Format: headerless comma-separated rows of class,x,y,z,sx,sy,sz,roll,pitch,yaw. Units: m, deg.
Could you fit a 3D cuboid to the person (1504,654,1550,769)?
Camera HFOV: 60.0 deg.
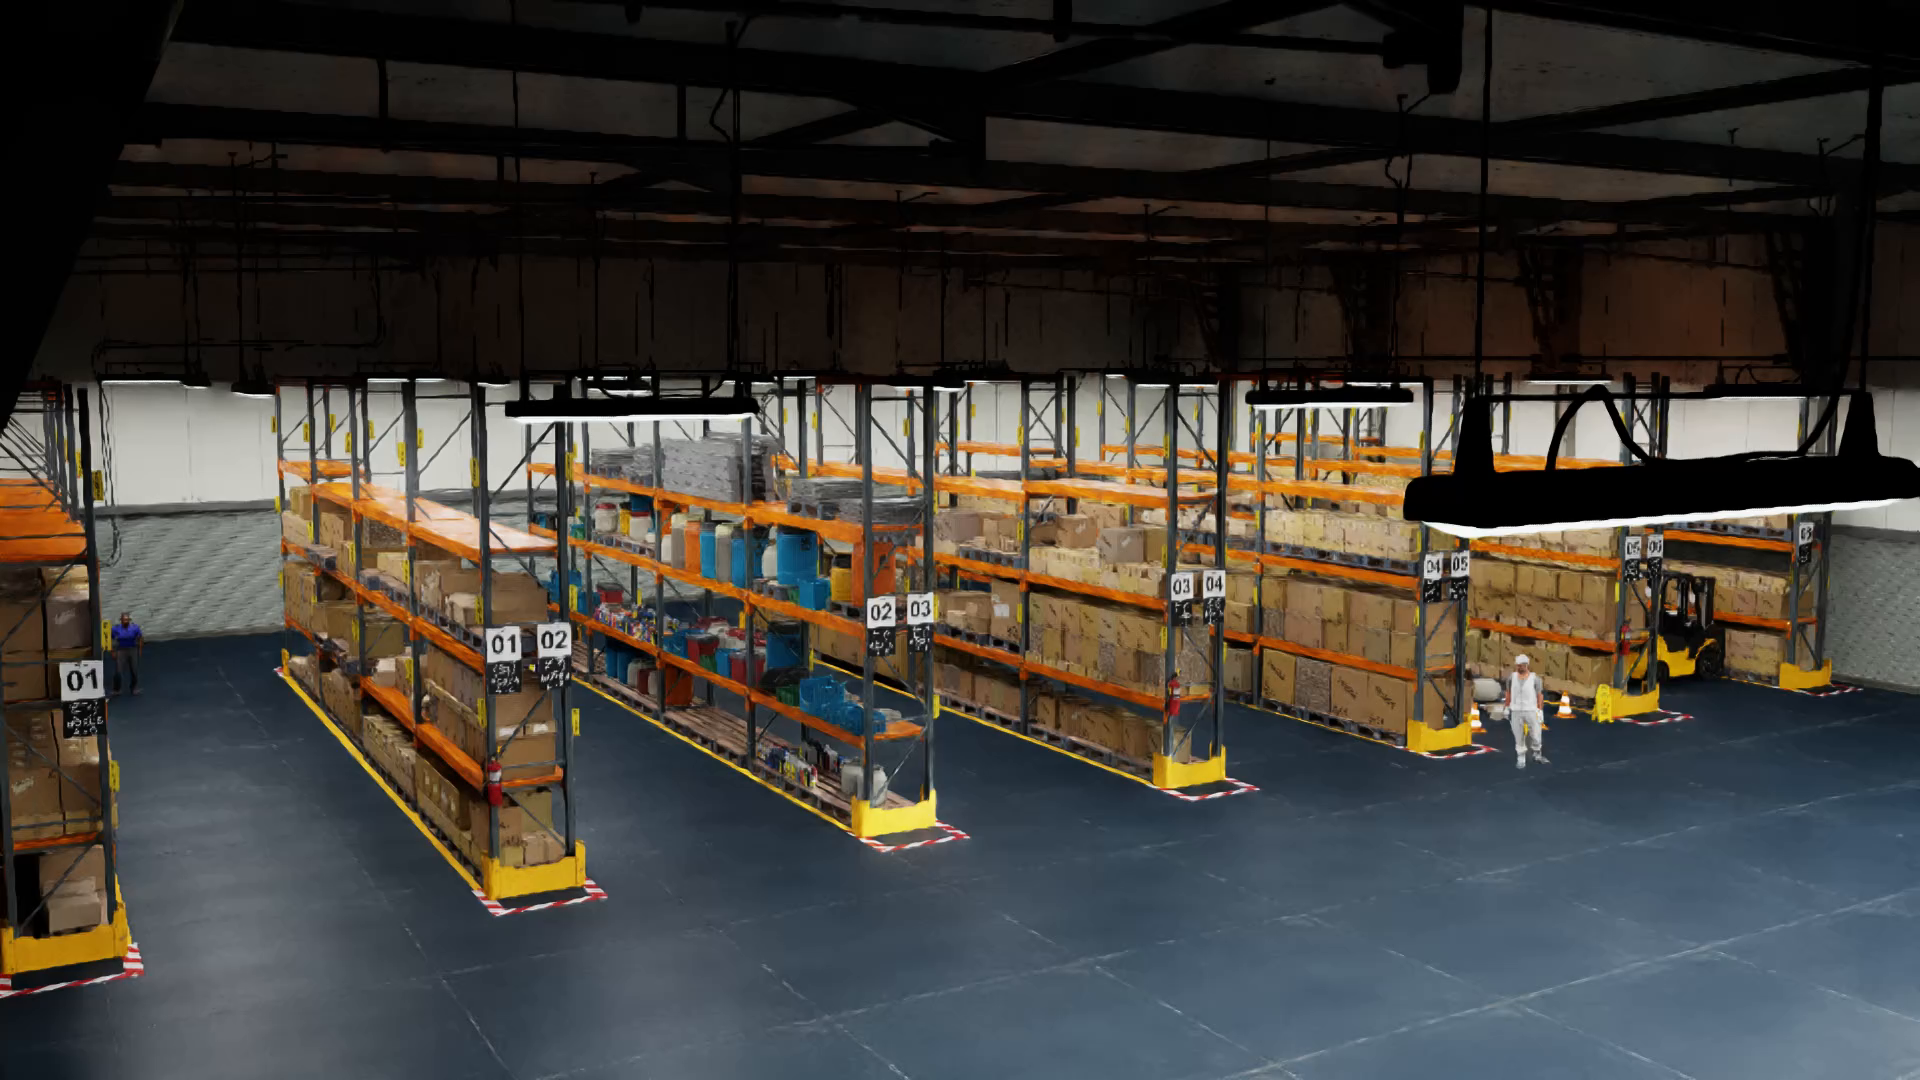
person,8.743,2.637,25.612,0.704,1.779,0.458,3,7,27

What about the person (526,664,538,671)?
person,-7.195,2.476,27.425,0.583,1.686,1.111,-4,7,-31

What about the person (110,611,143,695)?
person,-15.684,2.130,31.276,0.592,1.590,0.513,-4,7,-32
